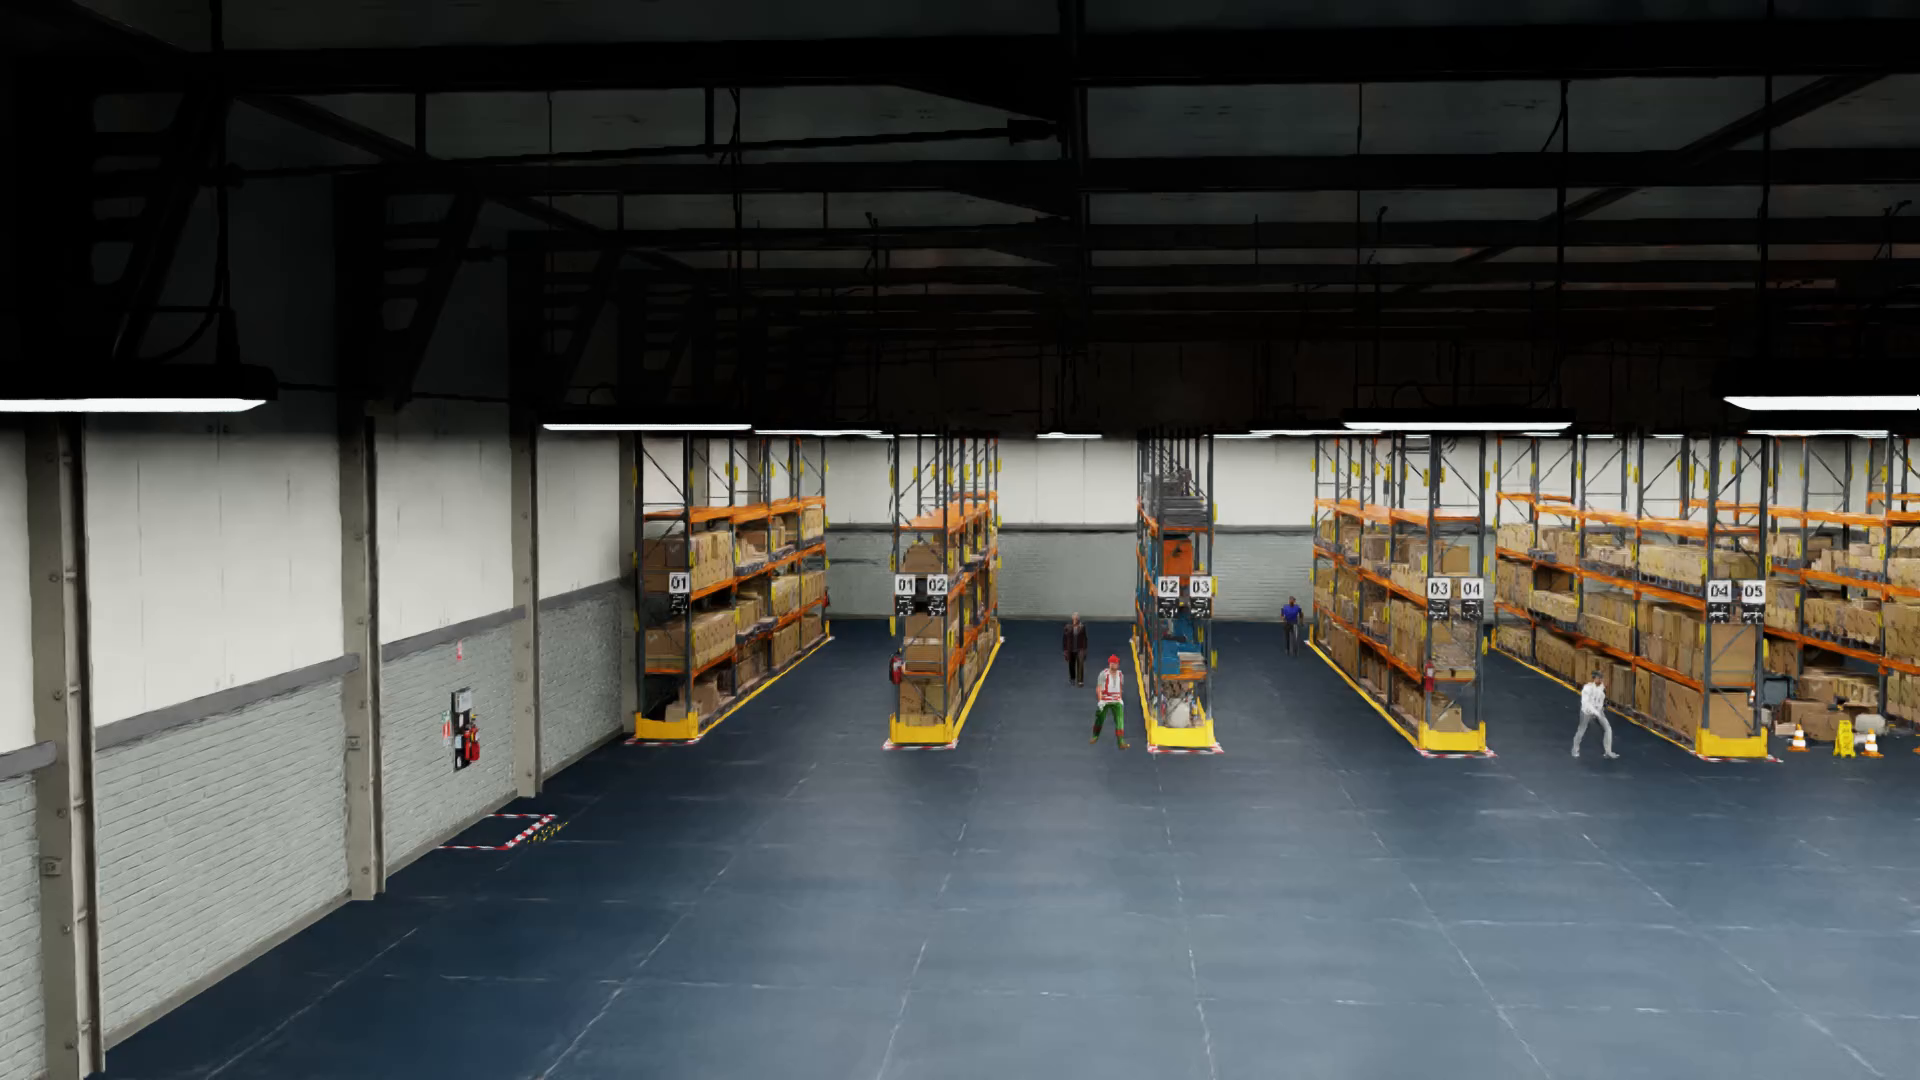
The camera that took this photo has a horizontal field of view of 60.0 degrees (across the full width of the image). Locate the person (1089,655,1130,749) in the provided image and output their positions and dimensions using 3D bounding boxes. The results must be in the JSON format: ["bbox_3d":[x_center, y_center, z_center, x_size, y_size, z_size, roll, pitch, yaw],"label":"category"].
[{"bbox_3d":[2.800,2.998,30.967,0.617,1.746,0.990,-1,4,-20],"label":"person"}]

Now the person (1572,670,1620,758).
[{"bbox_3d":[11.401,3.113,29.937,0.640,1.613,0.771,-1,4,-15],"label":"person"}]

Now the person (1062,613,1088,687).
[{"bbox_3d":[2.667,2.534,38.624,0.598,1.698,1.193,0,3,6],"label":"person"}]

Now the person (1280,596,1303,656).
[{"bbox_3d":[8.835,2.273,44.341,0.603,1.576,0.831,1,3,10],"label":"person"}]
